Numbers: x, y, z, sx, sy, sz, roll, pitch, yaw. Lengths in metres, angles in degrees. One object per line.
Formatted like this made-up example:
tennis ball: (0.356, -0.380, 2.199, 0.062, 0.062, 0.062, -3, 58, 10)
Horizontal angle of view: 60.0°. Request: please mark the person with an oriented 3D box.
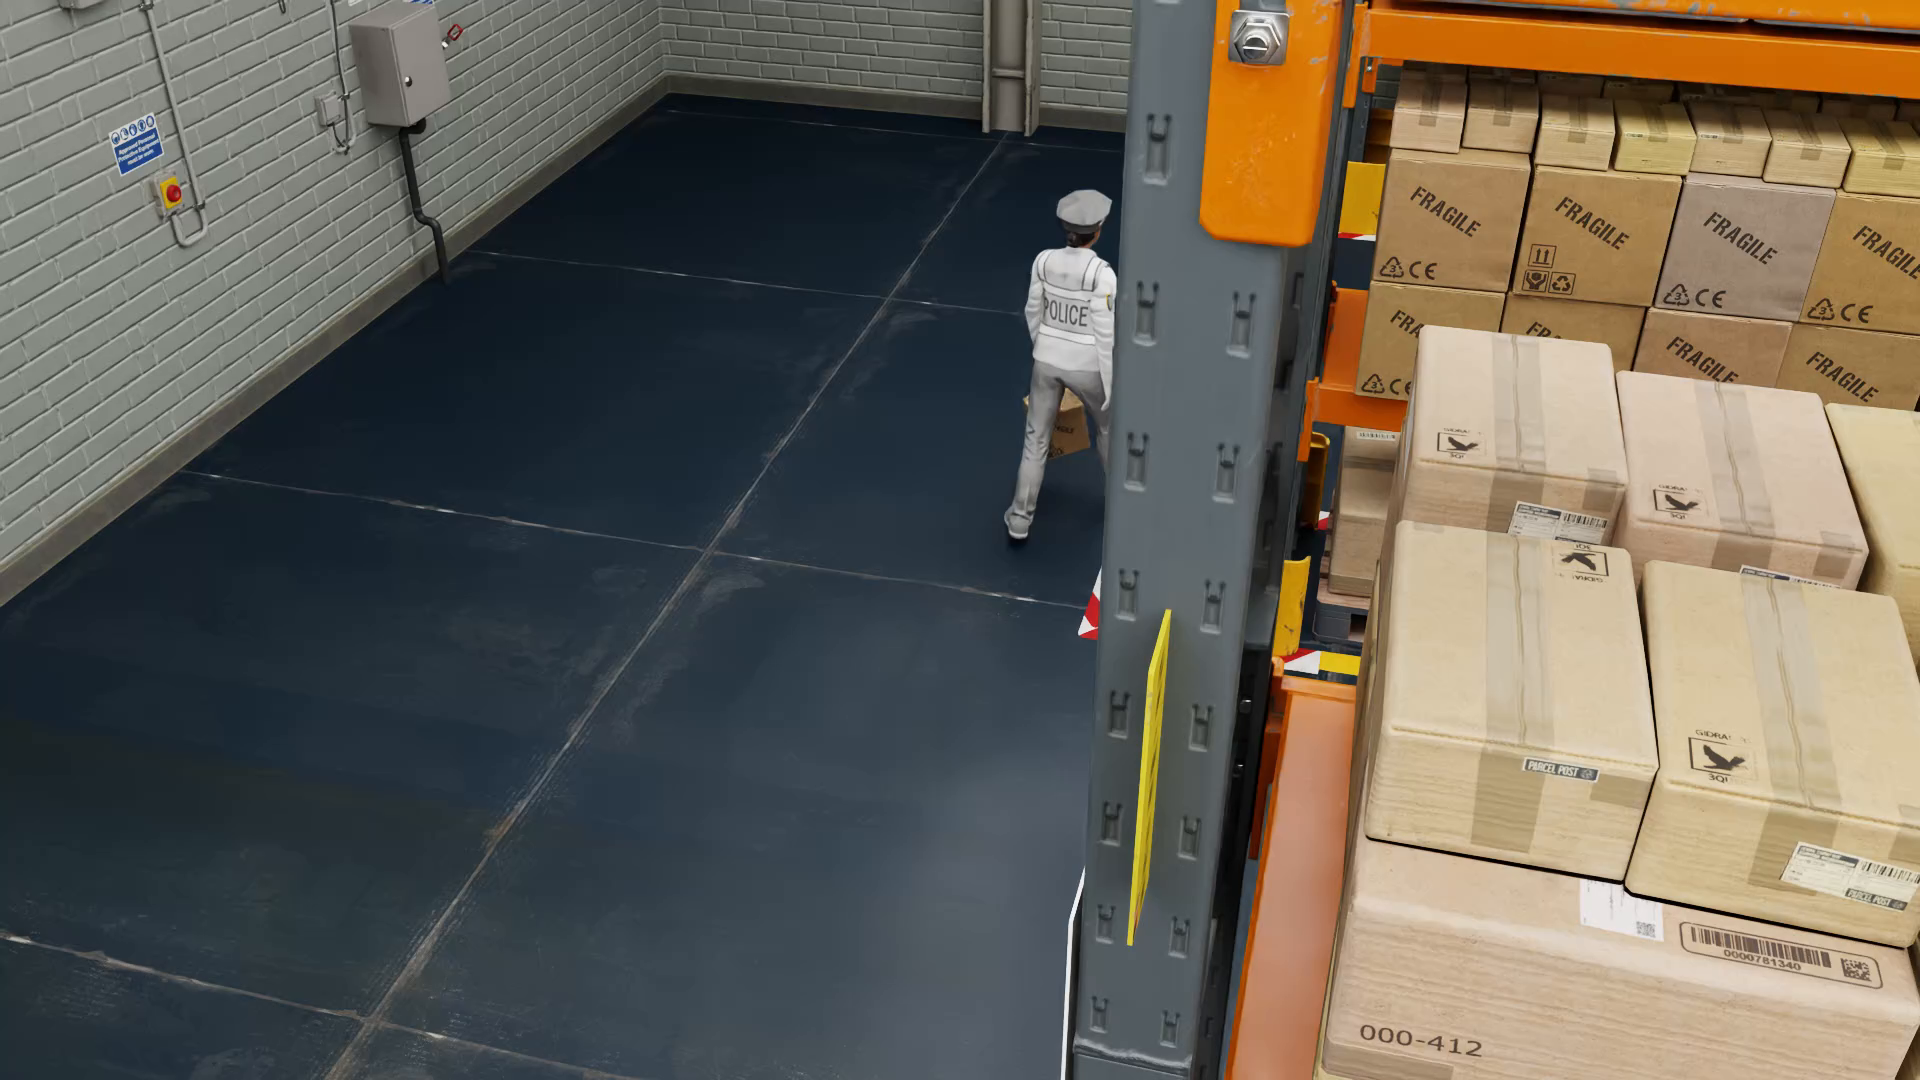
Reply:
person: (0.543, -0.861, 7.964, 0.524, 1.624, 0.913, 19, 37, 26)
